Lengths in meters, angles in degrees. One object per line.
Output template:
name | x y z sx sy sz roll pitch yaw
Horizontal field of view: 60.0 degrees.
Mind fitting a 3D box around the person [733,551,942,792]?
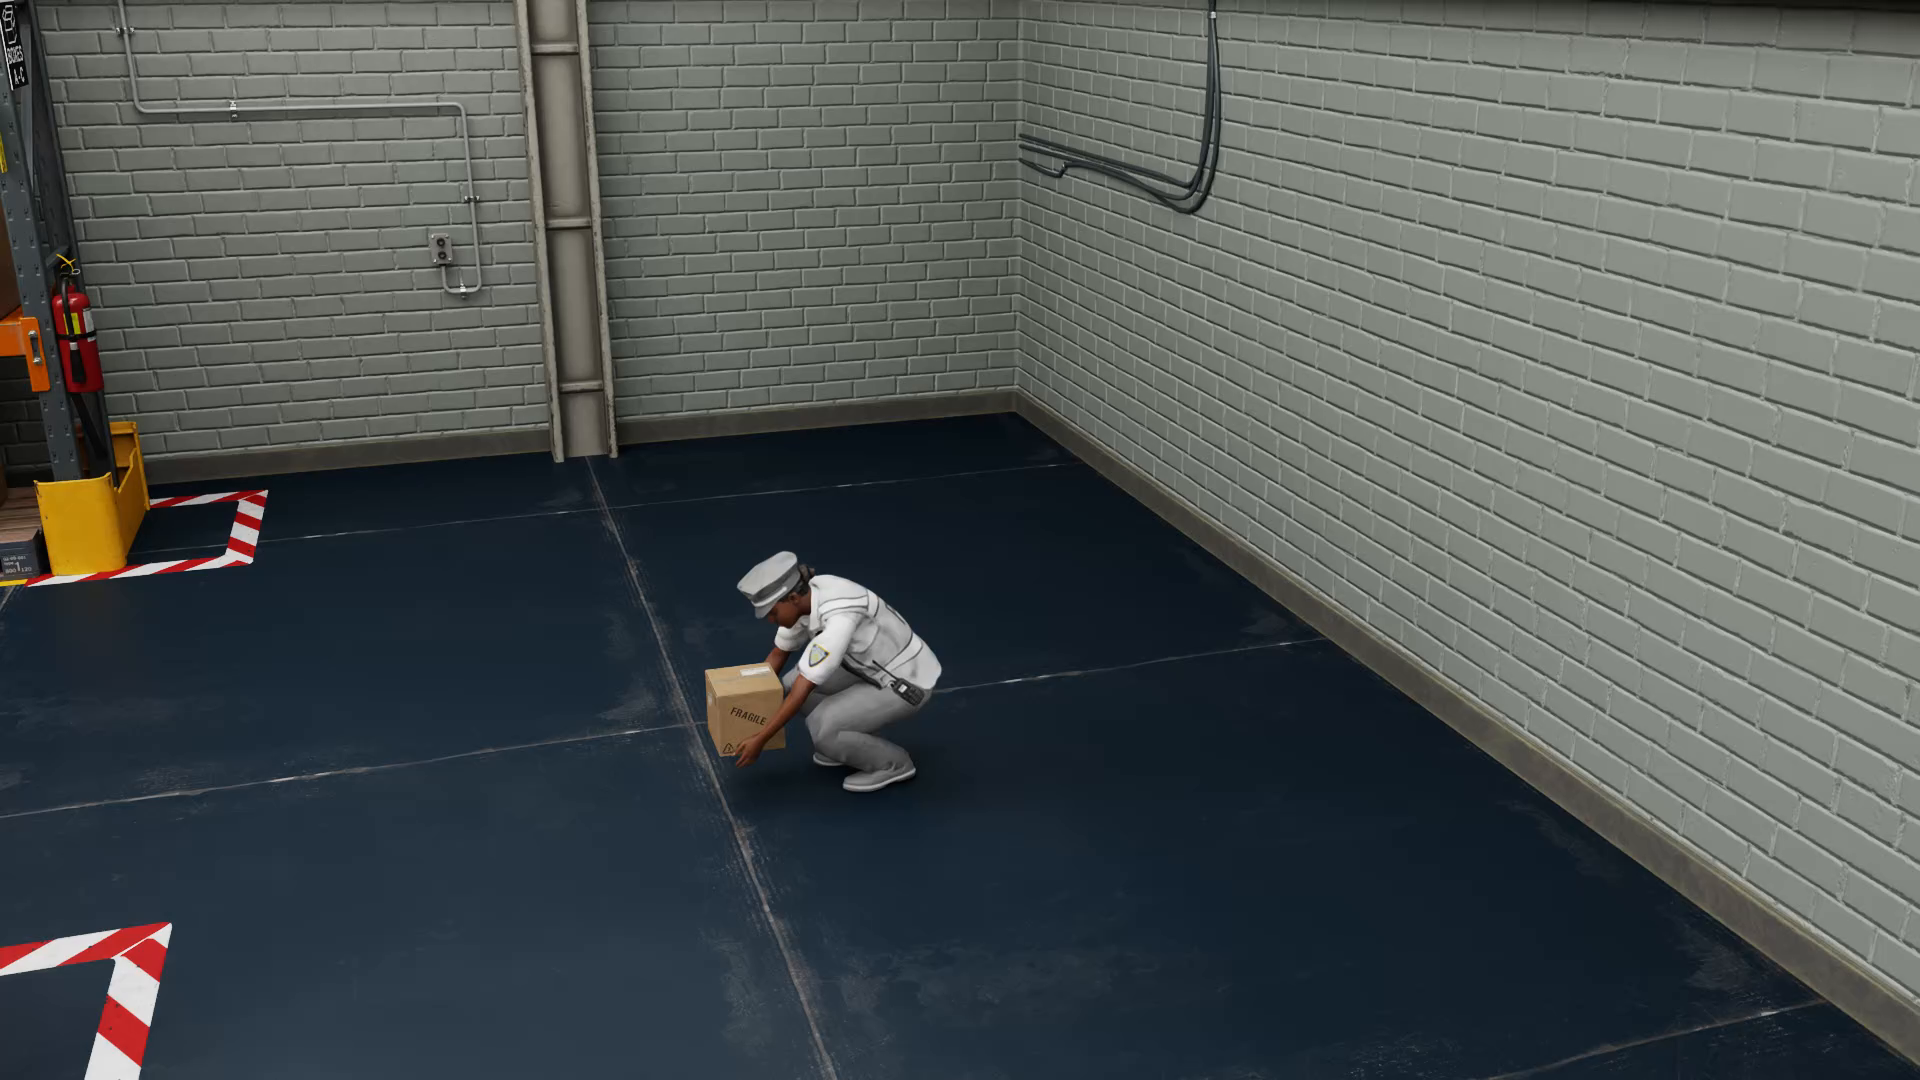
person | -0.488 0.468 6.328 0.834 0.957 0.502 -6 20 -18
